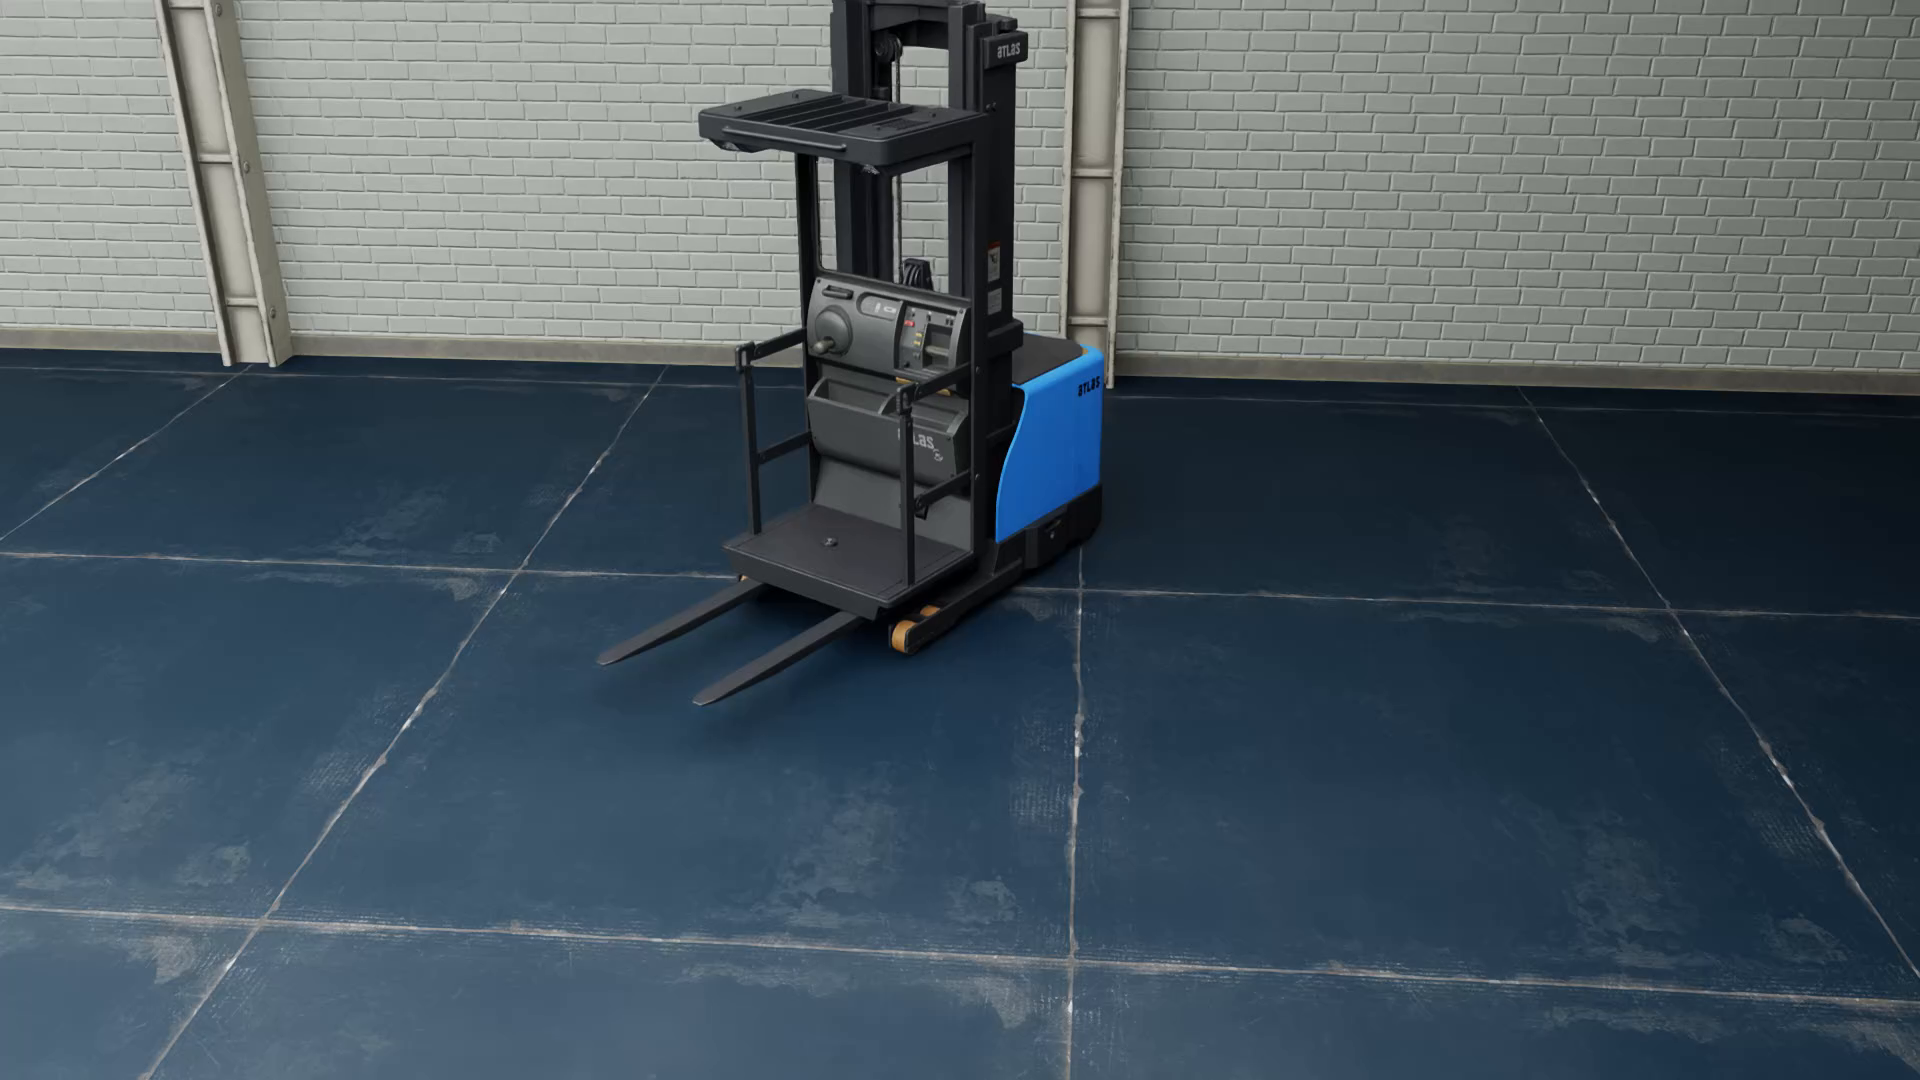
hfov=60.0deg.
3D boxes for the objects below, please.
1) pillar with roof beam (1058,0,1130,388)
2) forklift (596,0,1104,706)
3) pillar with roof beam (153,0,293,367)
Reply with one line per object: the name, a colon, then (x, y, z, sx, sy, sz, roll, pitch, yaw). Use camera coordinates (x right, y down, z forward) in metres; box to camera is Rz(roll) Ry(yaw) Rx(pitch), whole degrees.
pillar with roof beam: (0.553, -3.416, 5.908, 0.400, 9.000, 9.100, 2, 25, 4)
forklift: (-0.487, -1.008, 7.933, 1.130, 2.935, 3.031, 17, 30, 33)
pillar with roof beam: (-5.429, -3.608, 6.326, 0.400, 9.000, 9.100, 2, 25, 4)
